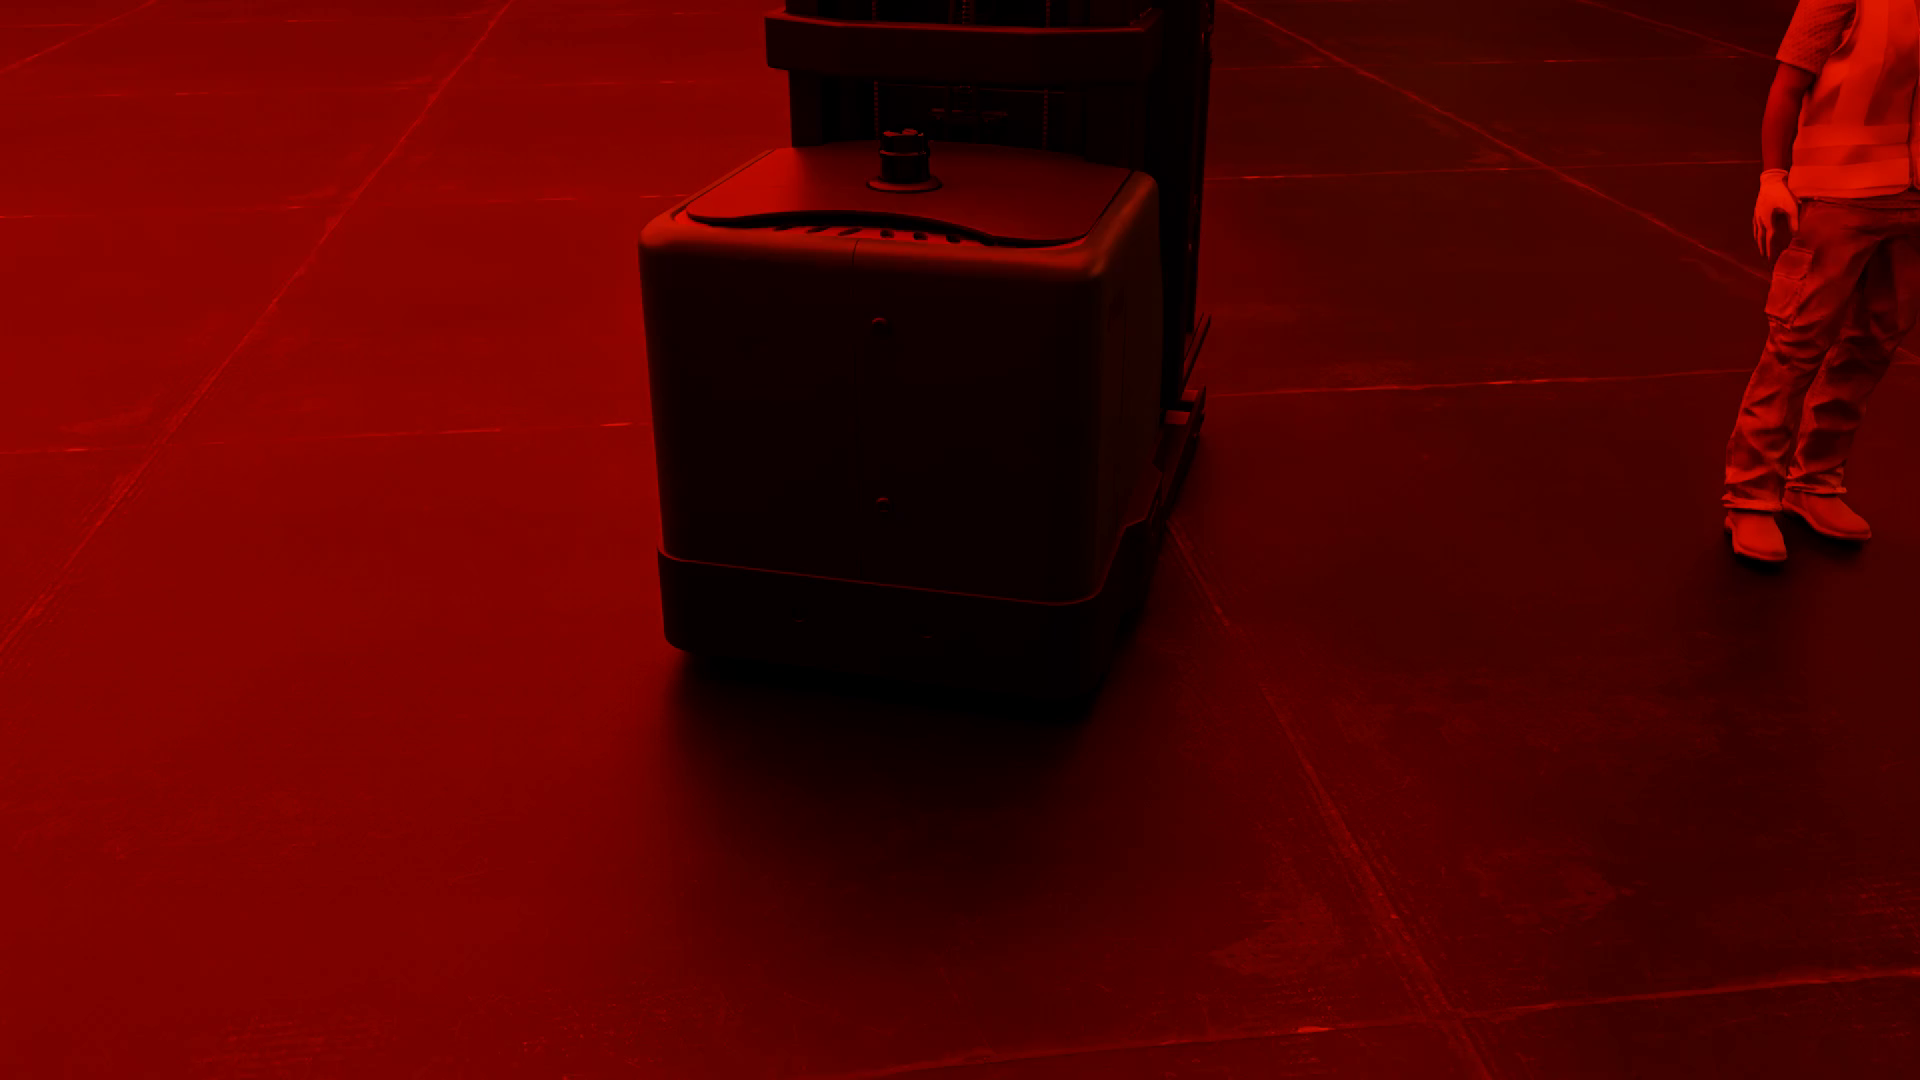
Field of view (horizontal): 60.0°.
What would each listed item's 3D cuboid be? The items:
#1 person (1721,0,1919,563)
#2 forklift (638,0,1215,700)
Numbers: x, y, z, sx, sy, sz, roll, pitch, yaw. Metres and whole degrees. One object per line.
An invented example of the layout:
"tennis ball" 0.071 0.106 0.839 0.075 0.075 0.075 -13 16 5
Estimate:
"person" 2.394 -0.848 4.294 0.656 1.785 0.576 -2 26 -4
"forklift" 0.156 -1.583 4.514 1.130 2.935 3.031 6 26 13
